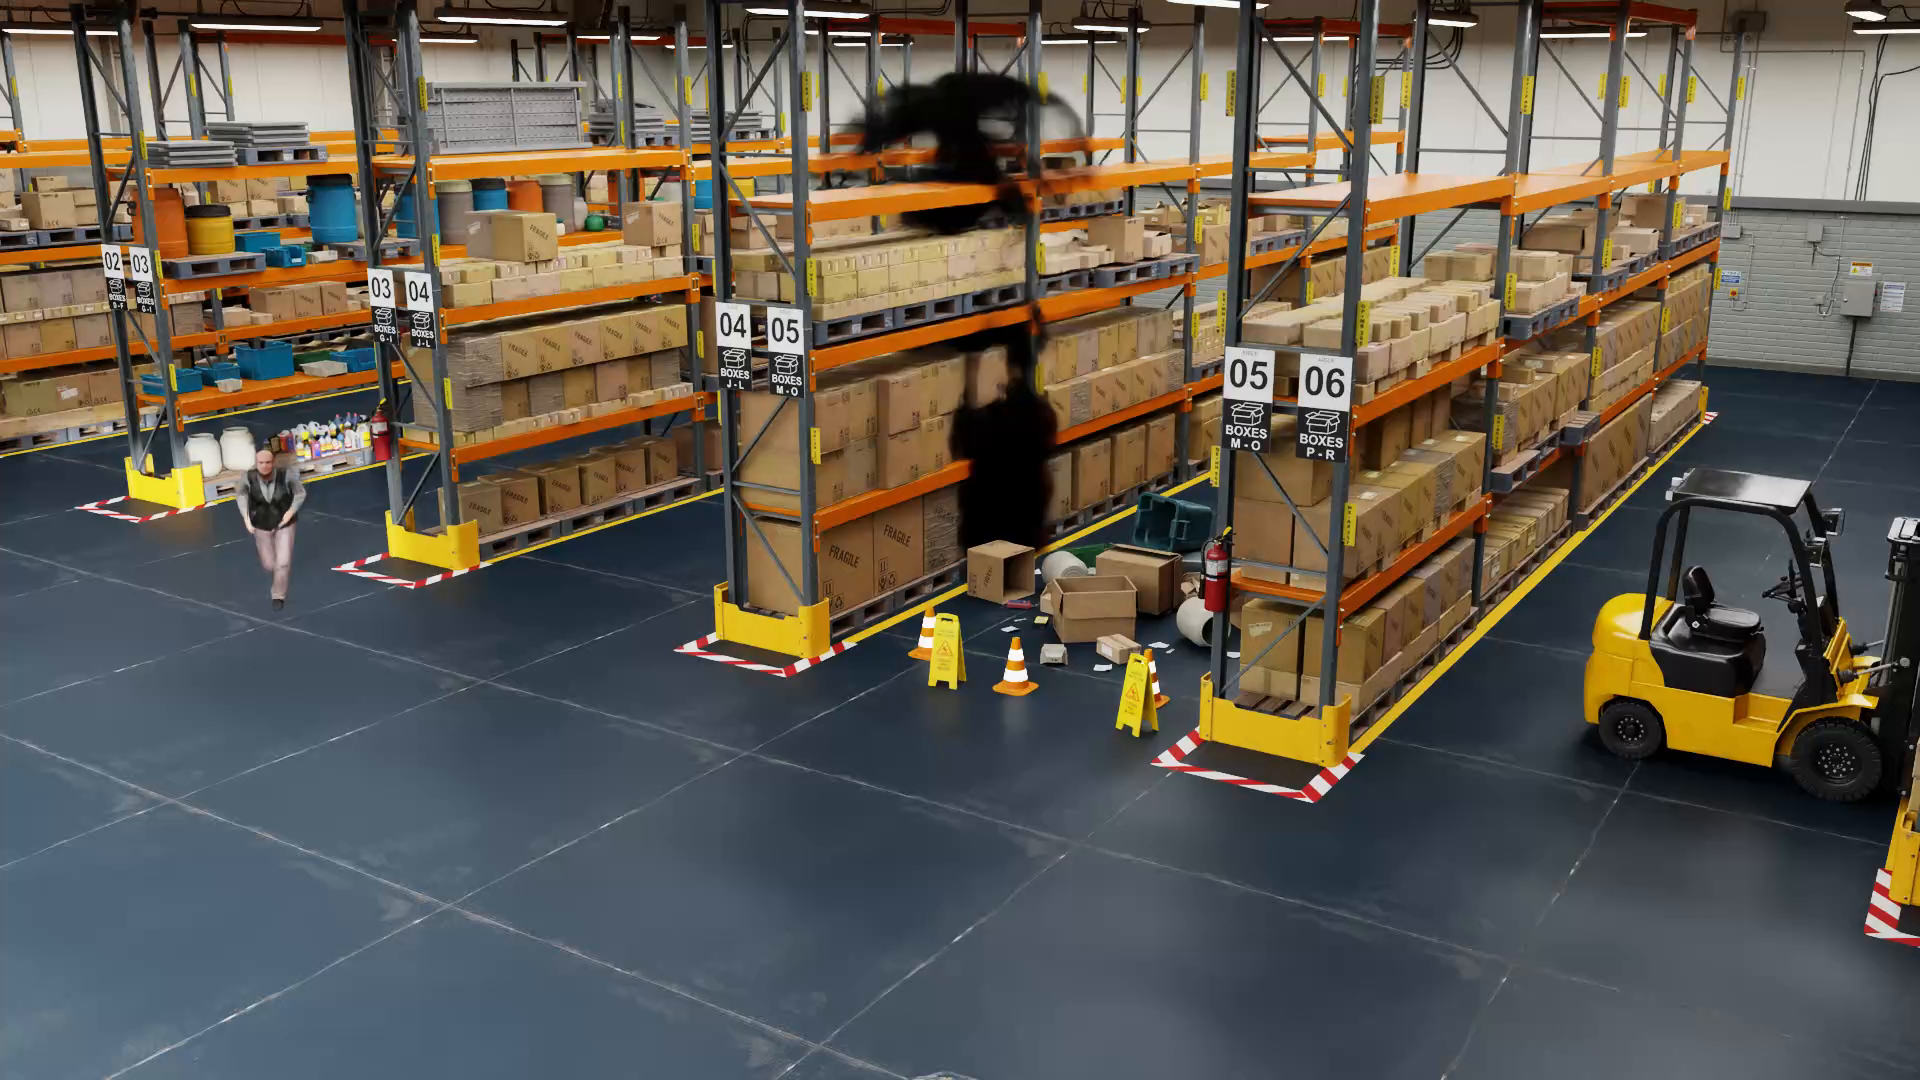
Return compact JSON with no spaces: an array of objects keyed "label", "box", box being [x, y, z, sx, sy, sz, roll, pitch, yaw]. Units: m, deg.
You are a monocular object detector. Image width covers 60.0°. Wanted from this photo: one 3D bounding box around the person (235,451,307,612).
[{"label":"person","box":[-6.890,-0.139,16.723,0.656,1.664,0.811,-6,17,-21]}]
